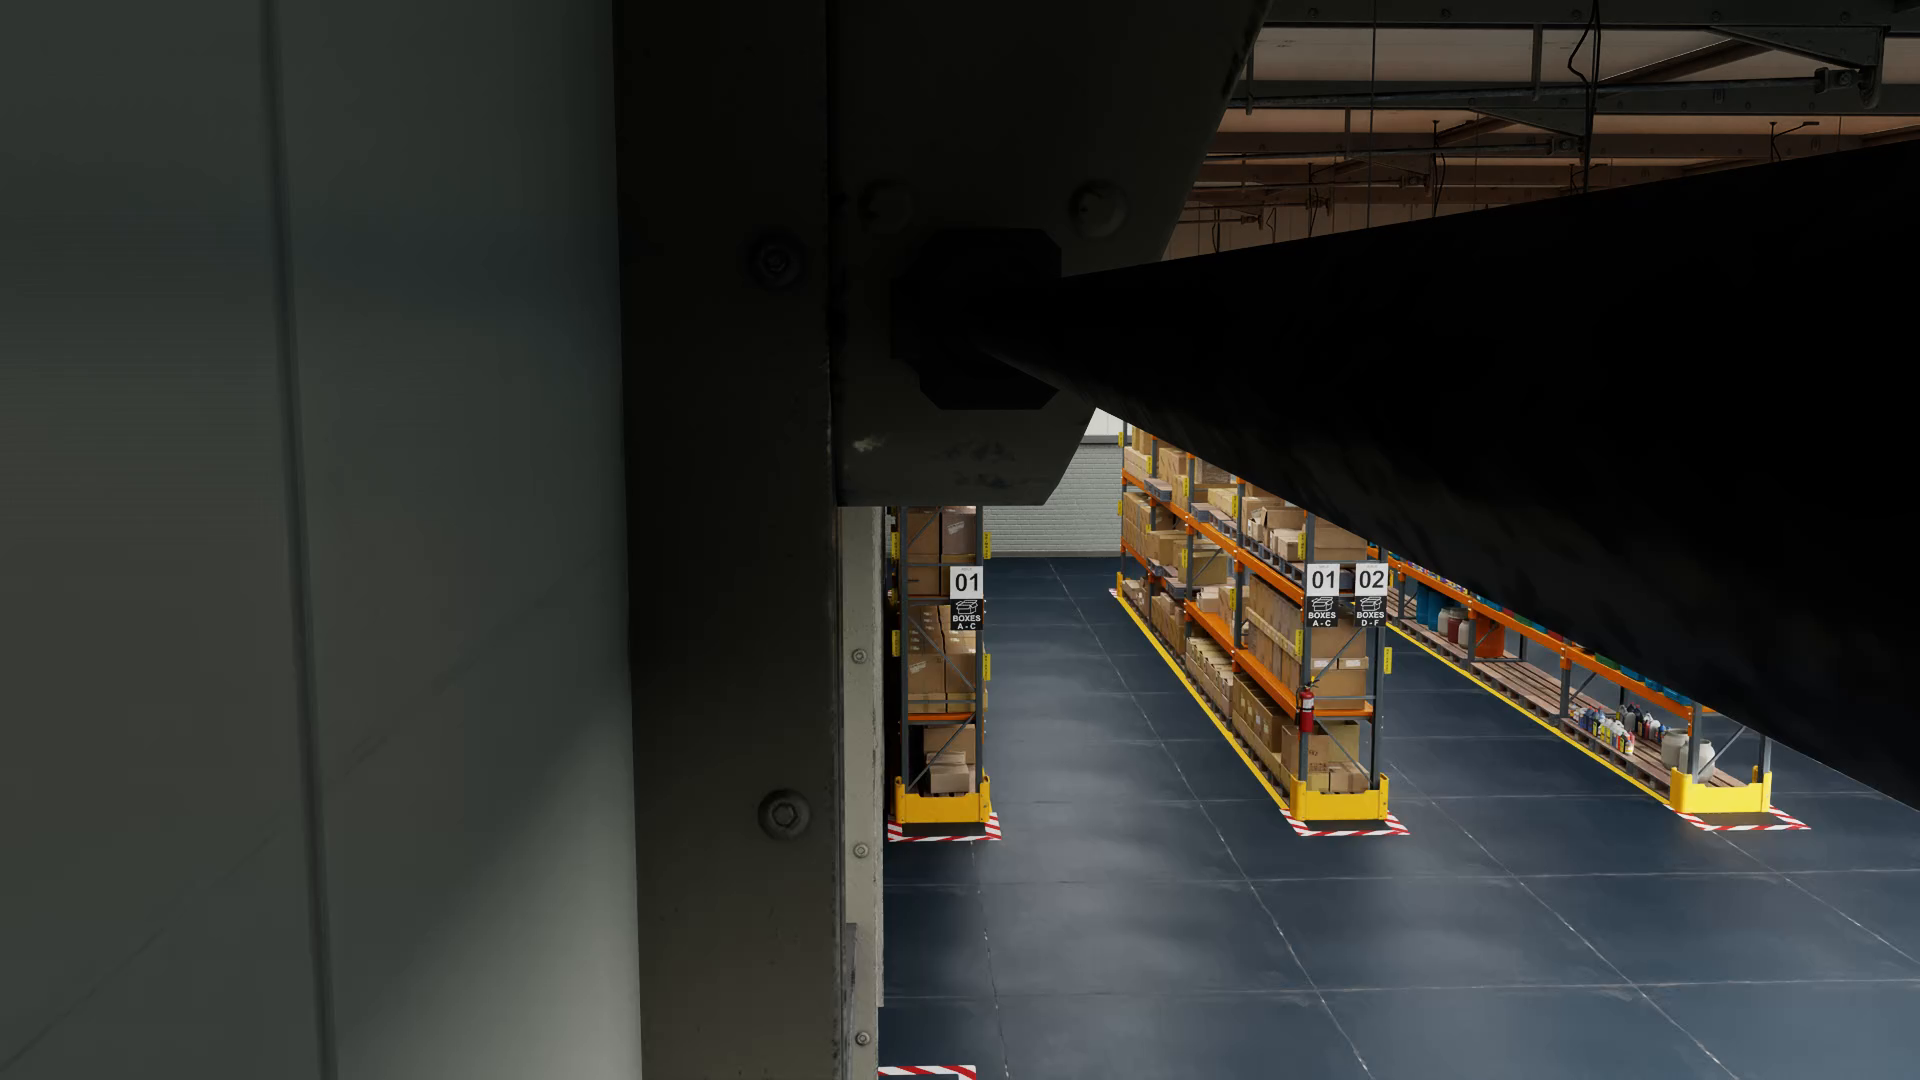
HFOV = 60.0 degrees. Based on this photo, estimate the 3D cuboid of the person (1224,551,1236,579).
[{"bbox_3d":[6.024,0.352,36.897,0.655,1.612,0.702,1,8,5],"label":"person"}]
